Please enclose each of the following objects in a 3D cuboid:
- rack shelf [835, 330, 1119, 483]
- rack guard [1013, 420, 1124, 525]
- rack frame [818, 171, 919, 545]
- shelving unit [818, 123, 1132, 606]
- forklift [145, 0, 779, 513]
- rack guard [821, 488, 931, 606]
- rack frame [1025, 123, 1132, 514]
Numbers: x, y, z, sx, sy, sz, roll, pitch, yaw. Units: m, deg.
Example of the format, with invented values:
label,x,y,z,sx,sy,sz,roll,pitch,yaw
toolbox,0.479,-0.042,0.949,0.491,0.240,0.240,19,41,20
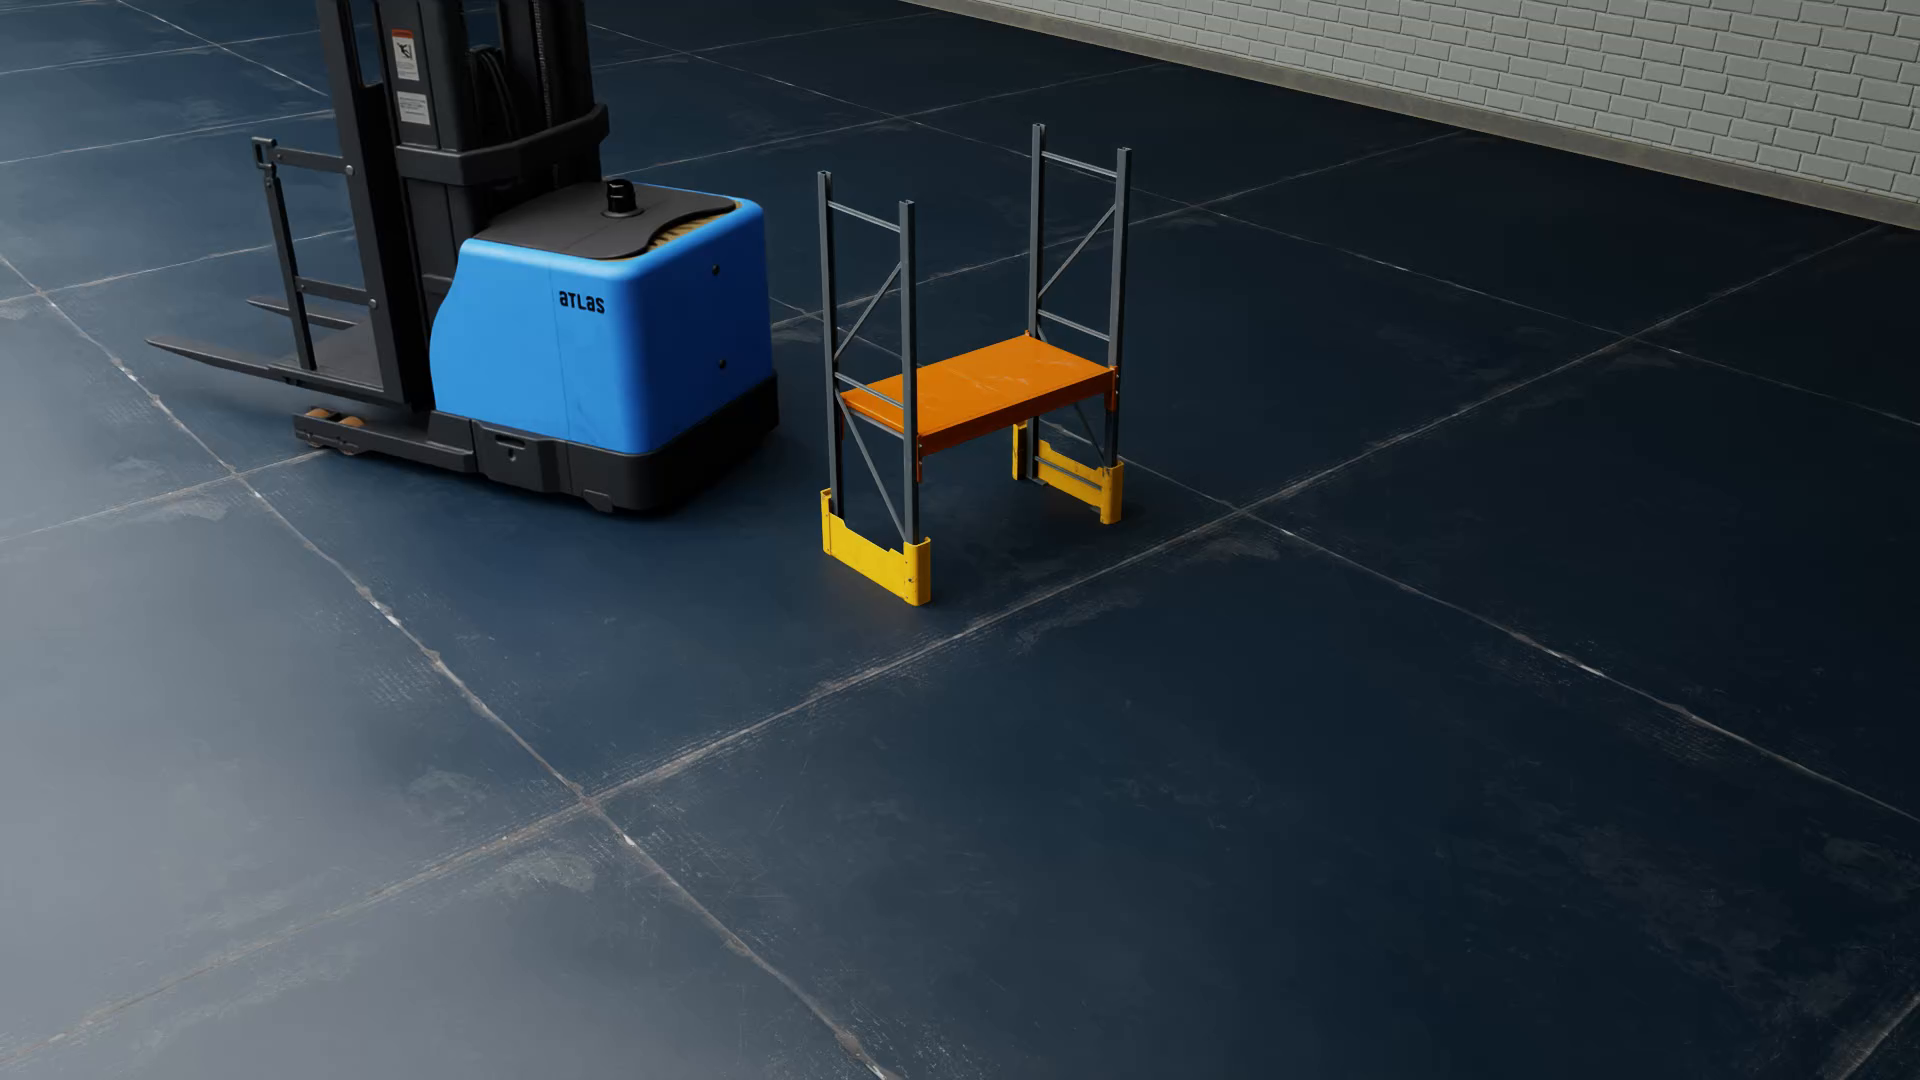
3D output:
label,x,y,z,sx,sy,sz,roll,pitch,yaw
rack shelf,0.065,-0.529,6.350,1.000,0.185,0.538,-22,35,-35
rack guard,0.437,-0.286,6.840,0.087,0.250,0.587,-22,35,-35
rack frame,-0.322,-0.532,5.974,0.032,1.500,0.500,-22,35,-35
shelving unit,0.058,-0.685,6.260,1.083,1.500,0.587,-22,35,-35
forklift,-2.358,-1.869,6.957,3.031,2.935,1.130,13,31,23
rack guard,-0.321,0.019,6.269,0.087,0.250,0.587,-22,35,-35
rack frame,0.452,-0.843,6.556,0.032,1.500,0.500,-22,35,-35
